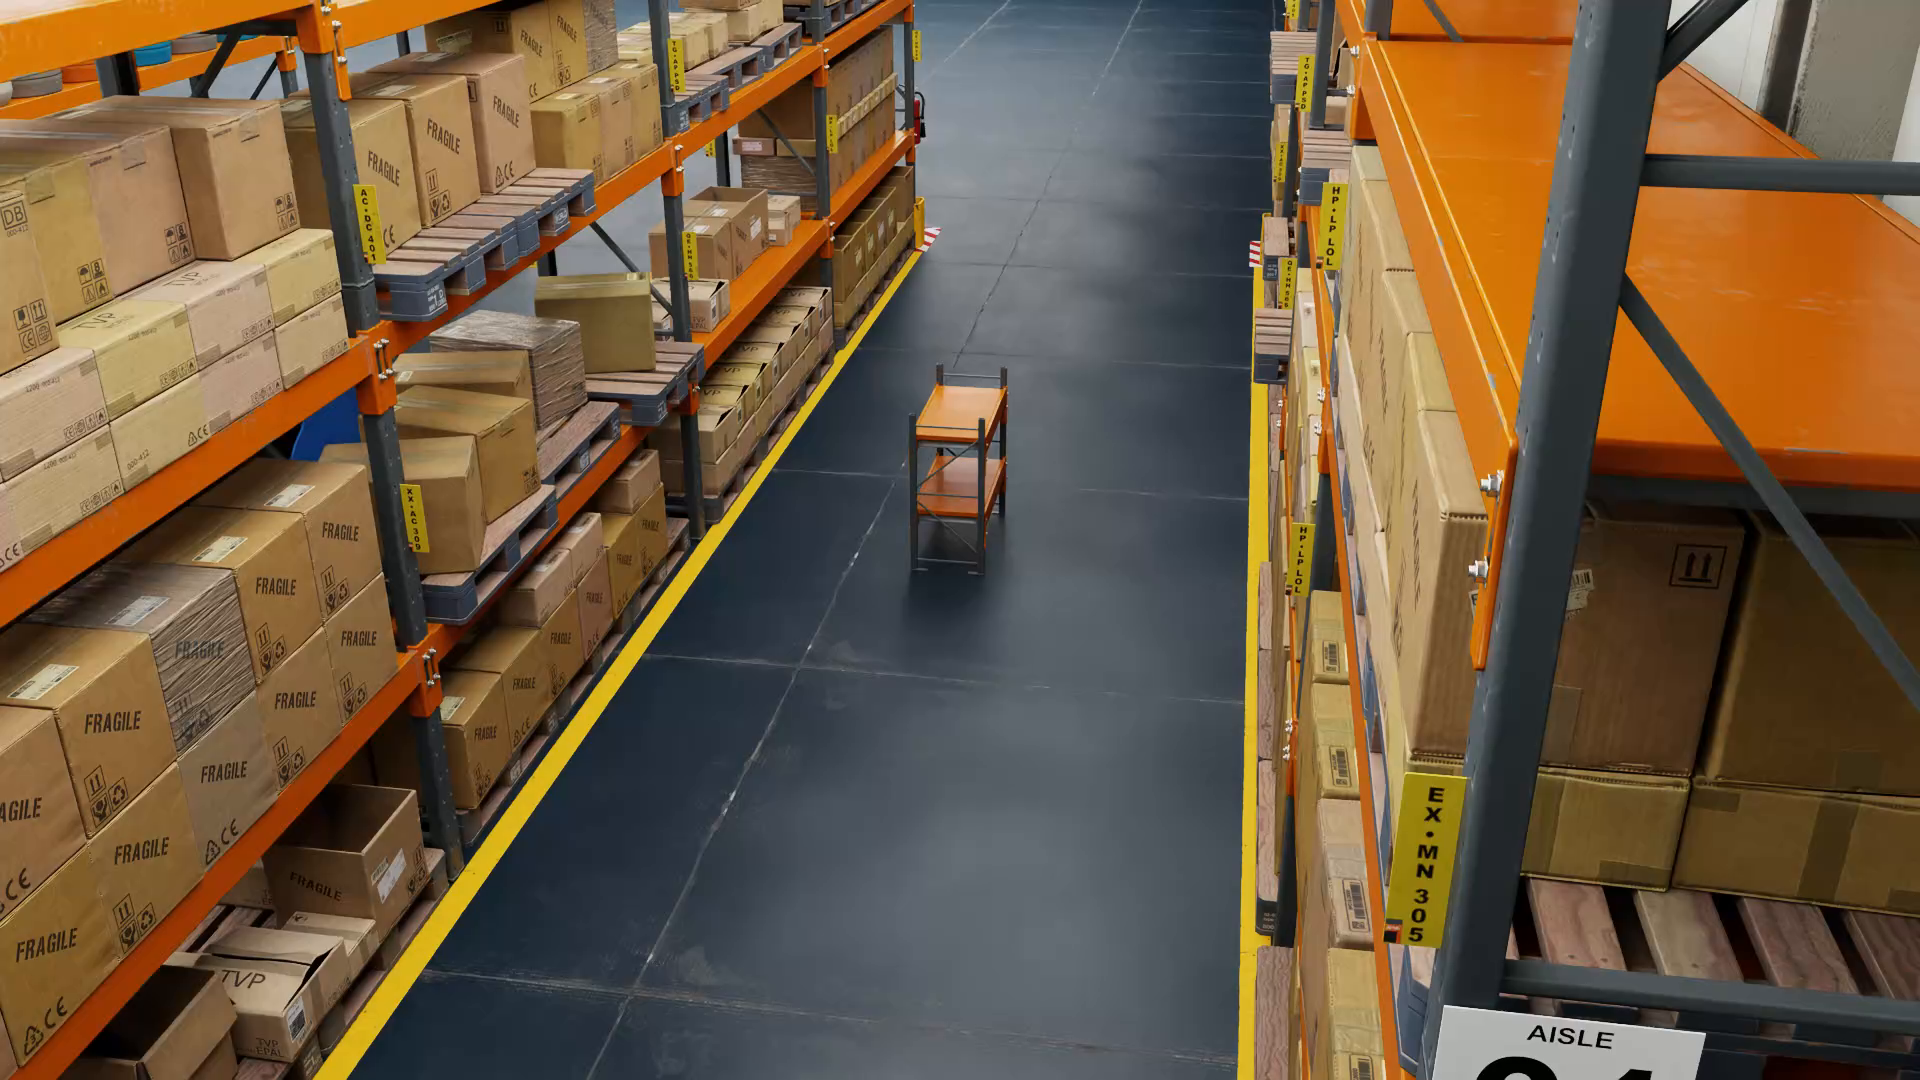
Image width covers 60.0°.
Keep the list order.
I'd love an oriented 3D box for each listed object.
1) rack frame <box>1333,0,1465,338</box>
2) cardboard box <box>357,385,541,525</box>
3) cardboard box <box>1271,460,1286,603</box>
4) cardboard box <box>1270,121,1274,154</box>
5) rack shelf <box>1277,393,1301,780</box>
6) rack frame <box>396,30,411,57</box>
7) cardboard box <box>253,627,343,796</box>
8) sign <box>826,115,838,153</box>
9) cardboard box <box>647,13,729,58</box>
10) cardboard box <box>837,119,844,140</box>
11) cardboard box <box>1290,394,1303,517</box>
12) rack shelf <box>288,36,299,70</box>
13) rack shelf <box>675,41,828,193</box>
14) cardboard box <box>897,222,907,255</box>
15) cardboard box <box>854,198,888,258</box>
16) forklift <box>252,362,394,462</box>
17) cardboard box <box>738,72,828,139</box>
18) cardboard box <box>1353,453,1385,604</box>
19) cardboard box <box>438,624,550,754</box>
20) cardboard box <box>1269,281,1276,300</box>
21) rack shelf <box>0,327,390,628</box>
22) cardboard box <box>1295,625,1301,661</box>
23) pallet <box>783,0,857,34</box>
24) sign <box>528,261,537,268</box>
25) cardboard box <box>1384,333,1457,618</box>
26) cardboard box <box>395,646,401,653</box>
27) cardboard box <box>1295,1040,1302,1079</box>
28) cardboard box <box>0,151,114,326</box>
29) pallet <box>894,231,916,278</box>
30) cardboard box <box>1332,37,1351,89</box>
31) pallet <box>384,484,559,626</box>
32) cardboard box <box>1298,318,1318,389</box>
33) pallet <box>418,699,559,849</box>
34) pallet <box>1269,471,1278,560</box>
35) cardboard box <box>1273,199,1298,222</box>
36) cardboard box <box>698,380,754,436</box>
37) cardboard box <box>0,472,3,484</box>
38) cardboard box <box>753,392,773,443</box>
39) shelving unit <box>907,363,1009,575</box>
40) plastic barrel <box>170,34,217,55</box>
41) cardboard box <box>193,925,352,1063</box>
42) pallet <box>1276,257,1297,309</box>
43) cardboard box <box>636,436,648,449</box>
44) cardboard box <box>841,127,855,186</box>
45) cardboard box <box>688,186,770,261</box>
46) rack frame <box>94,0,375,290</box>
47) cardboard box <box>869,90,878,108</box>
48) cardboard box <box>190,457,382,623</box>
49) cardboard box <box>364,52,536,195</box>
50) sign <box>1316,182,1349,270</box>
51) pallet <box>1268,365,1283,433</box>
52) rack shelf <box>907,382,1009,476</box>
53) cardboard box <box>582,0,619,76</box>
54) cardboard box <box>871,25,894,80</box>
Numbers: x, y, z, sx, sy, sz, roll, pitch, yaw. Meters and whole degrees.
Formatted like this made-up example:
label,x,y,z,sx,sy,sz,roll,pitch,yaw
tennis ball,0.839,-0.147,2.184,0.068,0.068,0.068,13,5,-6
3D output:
label,x,y,z,sx,sy,sz,roll,pitch,yaw
rack frame,1.924,-2.113,5.648,1.000,3.000,0.127,4,25,9
cardboard box,-2.616,-0.447,8.554,0.700,0.500,0.500,8,26,17
cardboard box,2.328,0.013,10.223,0.750,0.750,0.750,4,25,8
cardboard box,3.492,-4.173,17.281,0.500,0.250,0.500,3,25,7
rack shelf,2.251,0.094,8.860,1.077,0.370,4.000,4,25,9
rack frame,-5.889,-5.101,19.109,1.000,3.000,0.127,4,25,9
cardboard box,-2.875,0.660,6.683,0.500,0.500,0.500,5,25,10
sign,-1.120,-3.538,14.498,0.100,0.325,0.005,4,25,9
cardboard box,-2.029,-3.768,12.406,0.500,0.250,0.500,2,25,4
cardboard box,-1.299,-3.844,15.541,0.380,0.149,0.250,4,25,8
cardboard box,1.991,-0.428,8.633,0.500,0.500,0.500,5,25,10
rack shelf,-6.216,-5.297,16.838,1.077,0.370,4.000,4,25,9
rack shelf,-1.983,-3.279,12.528,1.077,0.370,4.000,4,25,9
cardboard box,-0.869,-3.246,17.895,0.500,0.250,0.500,4,25,9
cardboard box,-1.029,-3.167,16.842,0.500,0.500,0.500,4,25,9
forklift,-5.267,-1.227,10.915,1.130,2.935,3.031,16,29,30
cardboard box,-1.590,-3.902,14.899,0.700,0.500,0.500,4,25,9
cardboard box,1.292,-0.009,4.256,0.500,0.250,0.500,3,25,7
cardboard box,-2.568,0.786,8.961,0.500,0.500,0.500,4,25,9
cardboard box,3.421,-2.657,16.317,0.700,0.500,0.500,2,25,5
rack shelf,-3.291,0.067,5.380,1.077,0.370,4.000,4,25,9
cardboard box,1.718,0.441,7.542,0.380,0.149,0.250,4,25,9
pallet,-1.543,-4.760,14.947,1.003,0.211,1.213,4,25,9
sign,-2.858,-1.972,11.058,0.100,0.325,0.005,4,25,9
cardboard box,1.213,-0.122,3.613,0.500,0.500,0.500,5,26,10
cardboard box,-3.077,0.763,9.011,0.500,0.500,0.500,4,25,9
cardboard box,1.379,1.907,5.825,0.380,0.149,0.250,3,25,7
cardboard box,-3.303,-0.979,5.467,0.700,0.500,0.500,4,25,9
pallet,-1.086,-3.170,18.274,1.003,0.211,1.213,4,25,9
cardboard box,2.881,-3.019,10.977,0.797,0.503,0.637,8,26,16
pallet,-2.726,0.023,8.389,1.003,0.211,1.213,4,25,9
cardboard box,2.084,-0.991,8.952,0.500,0.250,0.500,4,25,9
pallet,-2.868,1.183,8.974,1.003,0.211,1.213,4,25,9
pallet,2.707,-0.132,11.783,1.003,0.211,1.213,4,25,9
cardboard box,3.010,-2.902,14.564,0.500,0.250,0.500,4,25,9
cardboard box,-1.857,-1.028,12.494,0.500,0.311,0.500,3,25,7
cardboard box,-3.113,-0.196,4.680,0.500,0.250,0.500,4,25,9
cardboard box,-1.775,-0.982,13.057,0.500,0.250,0.500,3,25,7
shelving unit,-0.001,-0.507,11.505,0.538,1.125,1.048,4,25,9
plastic barrel,-6.519,-4.512,13.722,0.600,0.901,0.600,0,25,0
cardboard box,-2.900,1.853,6.906,0.500,0.311,0.500,4,25,9
pallet,2.861,-1.812,12.310,1.003,0.211,1.213,4,25,9
cardboard box,-2.468,-0.845,12.104,0.500,0.311,0.500,5,25,10
cardboard box,-1.425,-3.745,16.094,0.700,0.500,0.500,4,25,9
cardboard box,-1.884,-2.588,13.623,0.500,0.500,0.500,6,26,12
rack frame,-2.964,-2.454,6.378,1.000,3.000,0.127,4,25,9
cardboard box,-1.046,-4.491,16.922,0.380,0.149,0.250,5,26,10
cardboard box,-2.791,-0.006,6.927,0.500,0.500,0.500,4,25,9
cardboard box,-2.594,-2.140,8.514,0.600,0.600,0.600,3,25,6
sign,1.387,-1.164,6.180,0.100,0.325,0.005,4,25,9
pallet,3.105,-1.153,13.964,1.003,0.211,1.213,4,25,9
rack shelf,-0.001,-0.772,11.381,0.538,0.278,1.000,4,25,9
cardboard box,-2.388,-3.085,9.966,0.500,0.500,0.500,4,25,9
cardboard box,-1.100,-5.172,17.614,0.700,0.500,0.500,4,25,9
